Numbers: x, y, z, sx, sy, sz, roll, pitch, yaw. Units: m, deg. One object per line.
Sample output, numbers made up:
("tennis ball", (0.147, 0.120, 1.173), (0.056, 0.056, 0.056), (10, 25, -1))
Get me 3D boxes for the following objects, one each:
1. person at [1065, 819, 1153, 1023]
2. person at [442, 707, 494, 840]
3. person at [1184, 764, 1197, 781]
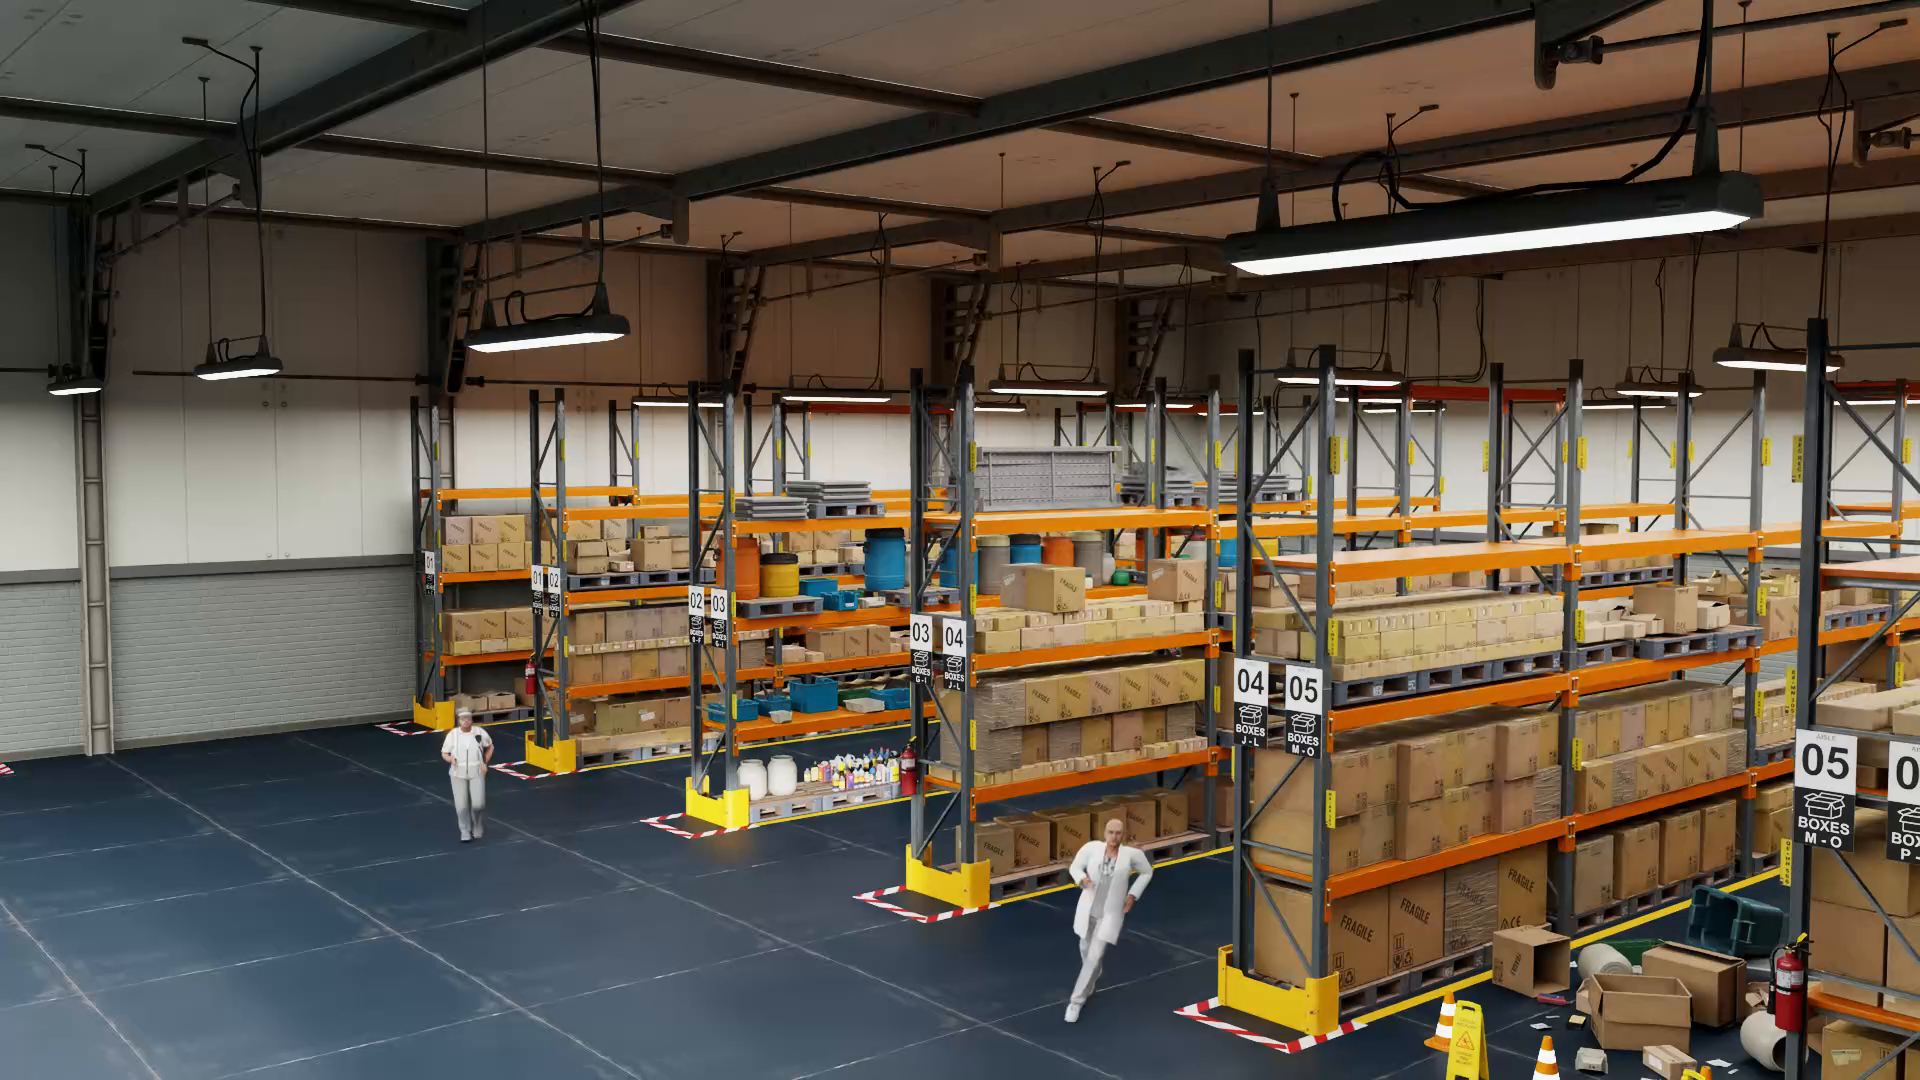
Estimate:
("person", (1.343, 3.393, 15.072), (0.714, 1.774, 0.967), (1, 4, 24))
("person", (-6.338, 3.021, 21.432), (0.650, 1.744, 0.602), (-1, 4, -17))
("person", (3.422, 2.851, 25.292), (0.688, 1.663, 0.544), (-3, 5, -42))
